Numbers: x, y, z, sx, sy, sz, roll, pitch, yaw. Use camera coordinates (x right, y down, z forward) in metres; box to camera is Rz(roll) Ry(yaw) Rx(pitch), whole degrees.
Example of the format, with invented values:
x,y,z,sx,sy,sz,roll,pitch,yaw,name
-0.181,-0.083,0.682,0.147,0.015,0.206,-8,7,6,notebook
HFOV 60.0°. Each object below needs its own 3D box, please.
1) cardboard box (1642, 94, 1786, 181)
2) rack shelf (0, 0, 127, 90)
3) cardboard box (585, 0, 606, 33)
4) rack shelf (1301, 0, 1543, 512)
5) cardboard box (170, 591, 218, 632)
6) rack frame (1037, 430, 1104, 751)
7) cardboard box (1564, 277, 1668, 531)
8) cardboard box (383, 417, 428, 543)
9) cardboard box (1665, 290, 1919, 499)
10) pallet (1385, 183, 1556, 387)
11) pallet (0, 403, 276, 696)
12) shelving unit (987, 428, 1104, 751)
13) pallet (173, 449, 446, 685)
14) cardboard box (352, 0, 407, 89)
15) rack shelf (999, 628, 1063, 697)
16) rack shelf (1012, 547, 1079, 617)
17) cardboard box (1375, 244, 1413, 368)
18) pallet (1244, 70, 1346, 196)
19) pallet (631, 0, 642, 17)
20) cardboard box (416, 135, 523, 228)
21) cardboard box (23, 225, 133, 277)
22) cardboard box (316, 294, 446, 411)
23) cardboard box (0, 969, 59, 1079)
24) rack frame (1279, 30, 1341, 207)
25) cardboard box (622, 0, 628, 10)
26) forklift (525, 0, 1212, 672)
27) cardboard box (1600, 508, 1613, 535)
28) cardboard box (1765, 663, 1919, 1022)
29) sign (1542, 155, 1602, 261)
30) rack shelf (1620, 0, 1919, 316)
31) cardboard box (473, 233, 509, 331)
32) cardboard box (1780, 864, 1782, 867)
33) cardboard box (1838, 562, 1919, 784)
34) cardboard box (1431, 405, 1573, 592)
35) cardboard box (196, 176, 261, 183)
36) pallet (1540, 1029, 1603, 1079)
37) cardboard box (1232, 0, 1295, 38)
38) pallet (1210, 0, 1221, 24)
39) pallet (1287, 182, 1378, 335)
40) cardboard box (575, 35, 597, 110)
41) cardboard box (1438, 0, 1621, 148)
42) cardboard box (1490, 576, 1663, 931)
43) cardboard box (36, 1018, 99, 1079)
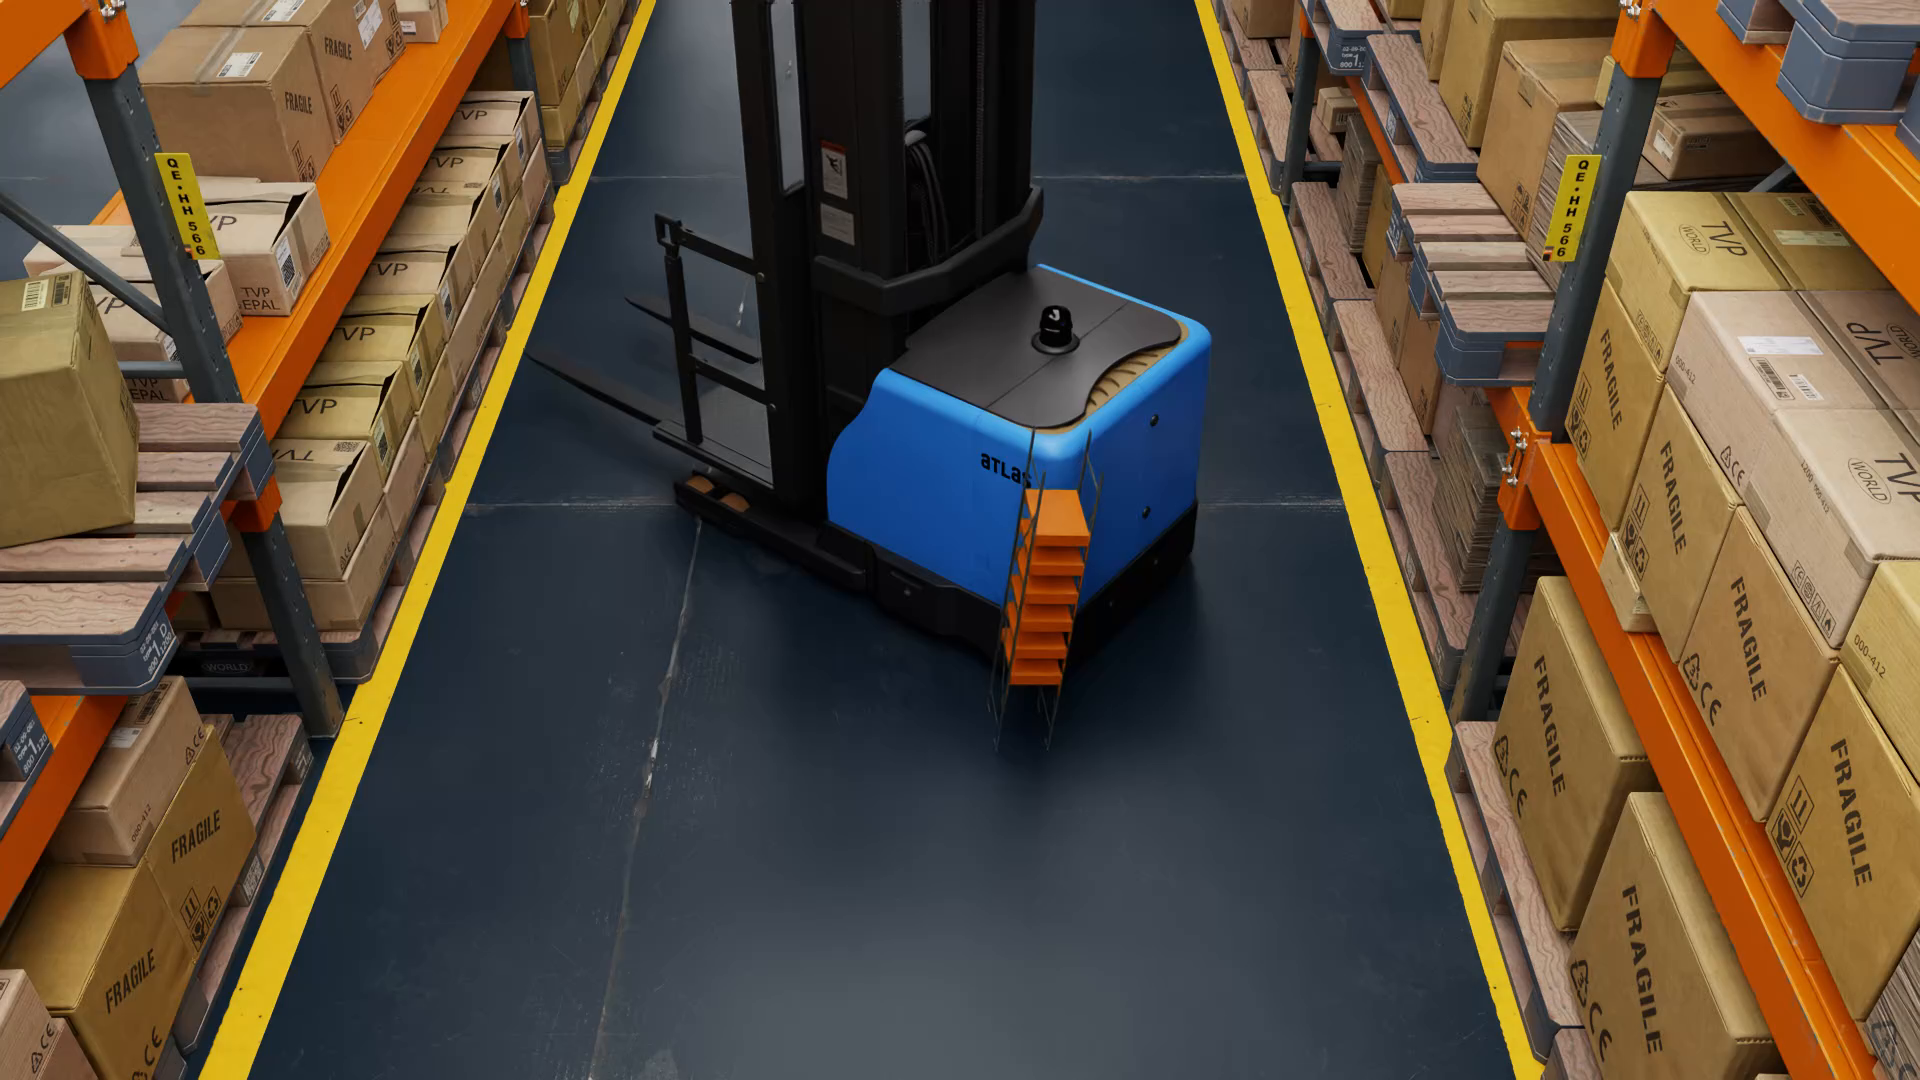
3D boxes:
x,y,z,sx,sy,sz,roll,pitch,yaw,name
2.220,-1.188,4.883,0.380,0.149,0.250,-5,39,-6,cardboard box
-2.701,-0.141,2.704,1.077,0.370,4.000,0,39,0,rack shelf
-2.396,-3.303,9.736,0.500,0.500,0.500,0,39,0,cardboard box
2.249,-1.478,6.771,1.077,0.370,4.000,0,39,0,rack shelf
-2.947,0.078,6.117,0.500,0.250,0.500,1,39,1,cardboard box
0.360,0.194,5.554,0.006,1.200,0.240,1,38,-9,rack frame
1.996,-0.367,4.475,0.500,0.500,0.500,1,39,1,cardboard box
-2.411,-0.235,6.508,0.500,0.250,0.500,-1,39,-1,cardboard box
1.995,-0.343,3.846,0.500,0.250,0.500,-1,39,-1,cardboard box
2.144,-0.879,5.601,1.213,0.211,1.003,0,39,0,pallet
-2.632,-0.003,4.509,1.213,0.211,1.003,0,39,0,pallet
0.270,0.192,5.539,0.189,1.200,0.258,1,38,-9,shelving unit
-2.665,0.071,6.492,1.003,0.211,1.213,0,39,0,pallet
-2.722,-2.233,7.058,0.500,0.500,0.500,3,39,3,cardboard box
0.238,0.415,5.713,0.180,0.103,0.258,1,38,-9,rack shelf
0.278,0.133,5.493,0.180,0.103,0.258,1,38,-9,rack shelf
2.275,-1.103,7.375,0.700,0.500,0.500,0,39,0,cardboard box
2.210,-2.341,9.503,1.003,0.211,1.213,0,39,0,pallet
-2.669,-3.939,11.496,1.003,0.211,1.213,0,39,0,pallet
-2.413,-1.735,7.931,0.500,0.311,0.500,1,39,1,cardboard box
-2.980,-0.966,5.758,0.380,0.149,0.250,0,39,0,cardboard box
-2.417,-0.787,6.748,0.500,0.311,0.500,-1,39,-1,cardboard box
-2.457,1.269,3.816,0.500,0.250,0.500,-1,39,-1,cardboard box
2.246,-3.009,8.107,1.000,3.000,0.127,0,39,0,rack frame
-2.401,-3.635,10.751,0.500,0.250,0.500,0,39,0,cardboard box
-0.550,-1.402,6.156,3.031,2.935,1.130,26,45,28,forklift
2.011,-0.054,4.604,0.380,0.149,0.250,0,39,1,cardboard box
1.995,0.596,3.273,0.500,0.500,0.500,1,39,1,cardboard box
1.708,-0.923,4.640,0.100,0.325,0.005,0,39,0,sign
2.253,-0.147,2.712,1.077,0.370,4.000,0,39,0,rack shelf
-2.417,-1.199,7.711,0.500,0.250,0.500,1,39,1,cardboard box
2.032,0.747,3.604,0.380,0.149,0.250,0,39,0,cardboard box
2.006,0.289,3.058,0.500,0.250,0.500,-1,39,-1,cardboard box
2.198,-0.155,6.191,0.700,0.500,0.500,0,39,1,cardboard box
-2.761,-1.202,6.052,0.380,0.149,0.250,3,39,3,cardboard box
2.175,1.834,4.292,1.003,0.211,1.213,0,39,0,pallet
2.104,-3.459,10.315,0.700,0.500,0.500,-2,39,-3,cardboard box
2.207,-3.867,11.407,1.003,0.211,1.213,0,39,0,pallet
2.249,-1.434,8.371,1.003,0.211,1.213,0,39,0,pallet
-2.400,-2.697,9.580,0.500,0.250,0.500,0,39,0,cardboard box
2.217,-1.792,6.155,0.700,0.500,0.500,0,39,0,cardboard box
2.121,0.627,4.952,0.750,0.750,0.750,-1,39,-1,cardboard box
-2.460,1.538,4.079,0.500,0.500,0.500,-1,39,-2,cardboard box
